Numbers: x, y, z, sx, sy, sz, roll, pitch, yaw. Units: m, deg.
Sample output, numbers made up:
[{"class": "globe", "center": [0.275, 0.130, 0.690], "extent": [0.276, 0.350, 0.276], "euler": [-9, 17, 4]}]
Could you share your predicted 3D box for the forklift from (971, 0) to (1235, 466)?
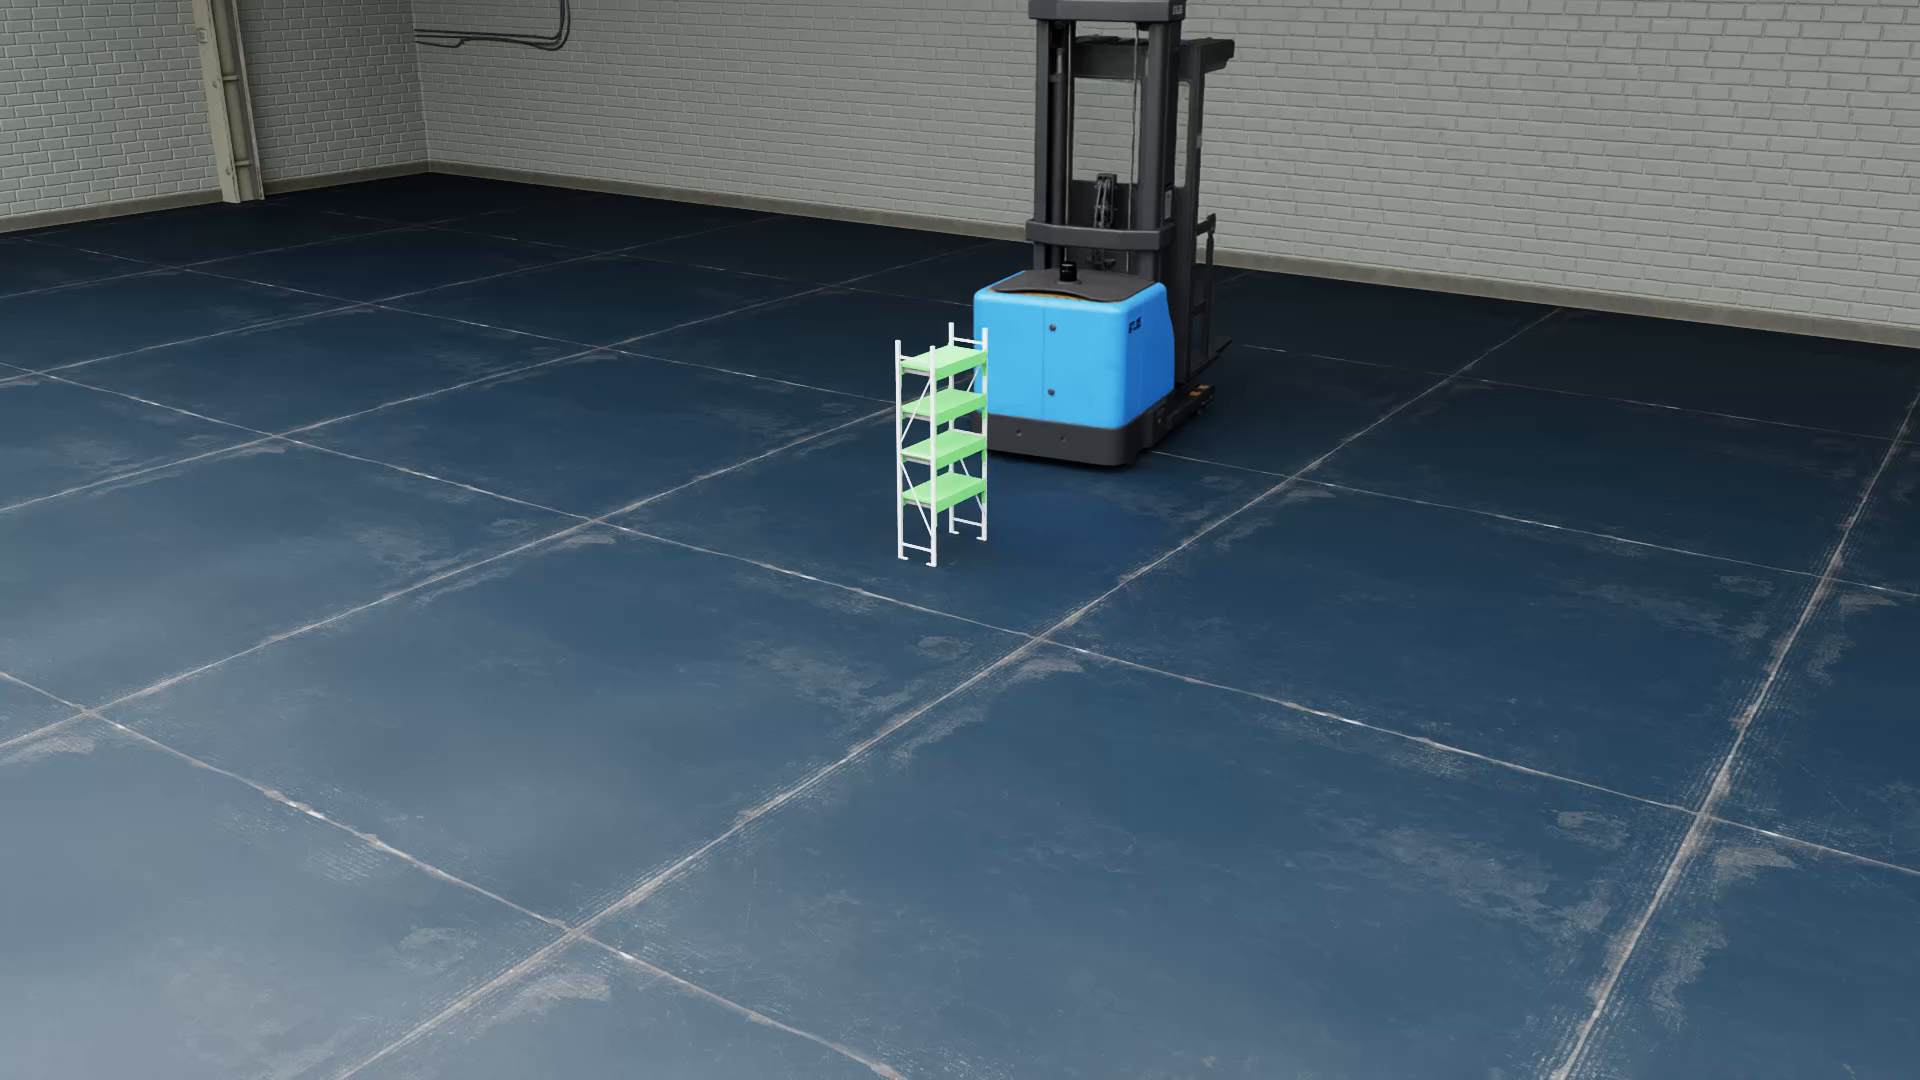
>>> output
[{"class": "forklift", "center": [1.156, -2.306, 11.273], "extent": [1.130, 2.935, 3.031], "euler": [9, 22, 24]}]

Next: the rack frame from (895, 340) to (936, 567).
[{"class": "rack frame", "center": [-0.230, -0.445, 8.739], "extent": [0.240, 1.200, 0.015], "euler": [13, 24, 32]}]

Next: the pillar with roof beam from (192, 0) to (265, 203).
[{"class": "pillar with roof beam", "center": [-5.364, -7.617, 16.885], "extent": [9.100, 9.000, 0.400], "euler": [13, 24, 32]}]

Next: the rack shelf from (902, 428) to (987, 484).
[{"class": "rack shelf", "center": [-0.093, -0.455, 8.951], "extent": [0.258, 0.148, 0.480], "euler": [13, 24, 32]}]

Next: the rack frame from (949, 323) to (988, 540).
[{"class": "rack frame", "center": [0.044, -0.585, 9.118], "extent": [0.240, 1.200, 0.015], "euler": [13, 24, 32]}]

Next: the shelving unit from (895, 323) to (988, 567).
[{"class": "shelving unit", "center": [-0.093, -0.515, 8.928], "extent": [0.258, 1.200, 0.503], "euler": [13, 24, 32]}]

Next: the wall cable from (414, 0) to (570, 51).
[{"class": "wall cable", "center": [-6.174, -7.587, 21.281], "extent": [3.097, 2.526, 0.112], "euler": [13, 24, 32]}]

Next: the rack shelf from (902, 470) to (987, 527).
[{"class": "rack shelf", "center": [-0.093, -0.230, 9.034], "extent": [0.258, 0.148, 0.480], "euler": [13, 24, 32]}]

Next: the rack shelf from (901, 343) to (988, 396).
[{"class": "rack shelf", "center": [-0.093, -0.906, 8.784], "extent": [0.258, 0.148, 0.480], "euler": [13, 24, 32]}]

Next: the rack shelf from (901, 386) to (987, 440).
[{"class": "rack shelf", "center": [-0.093, -0.680, 8.867], "extent": [0.258, 0.148, 0.480], "euler": [13, 24, 32]}]
